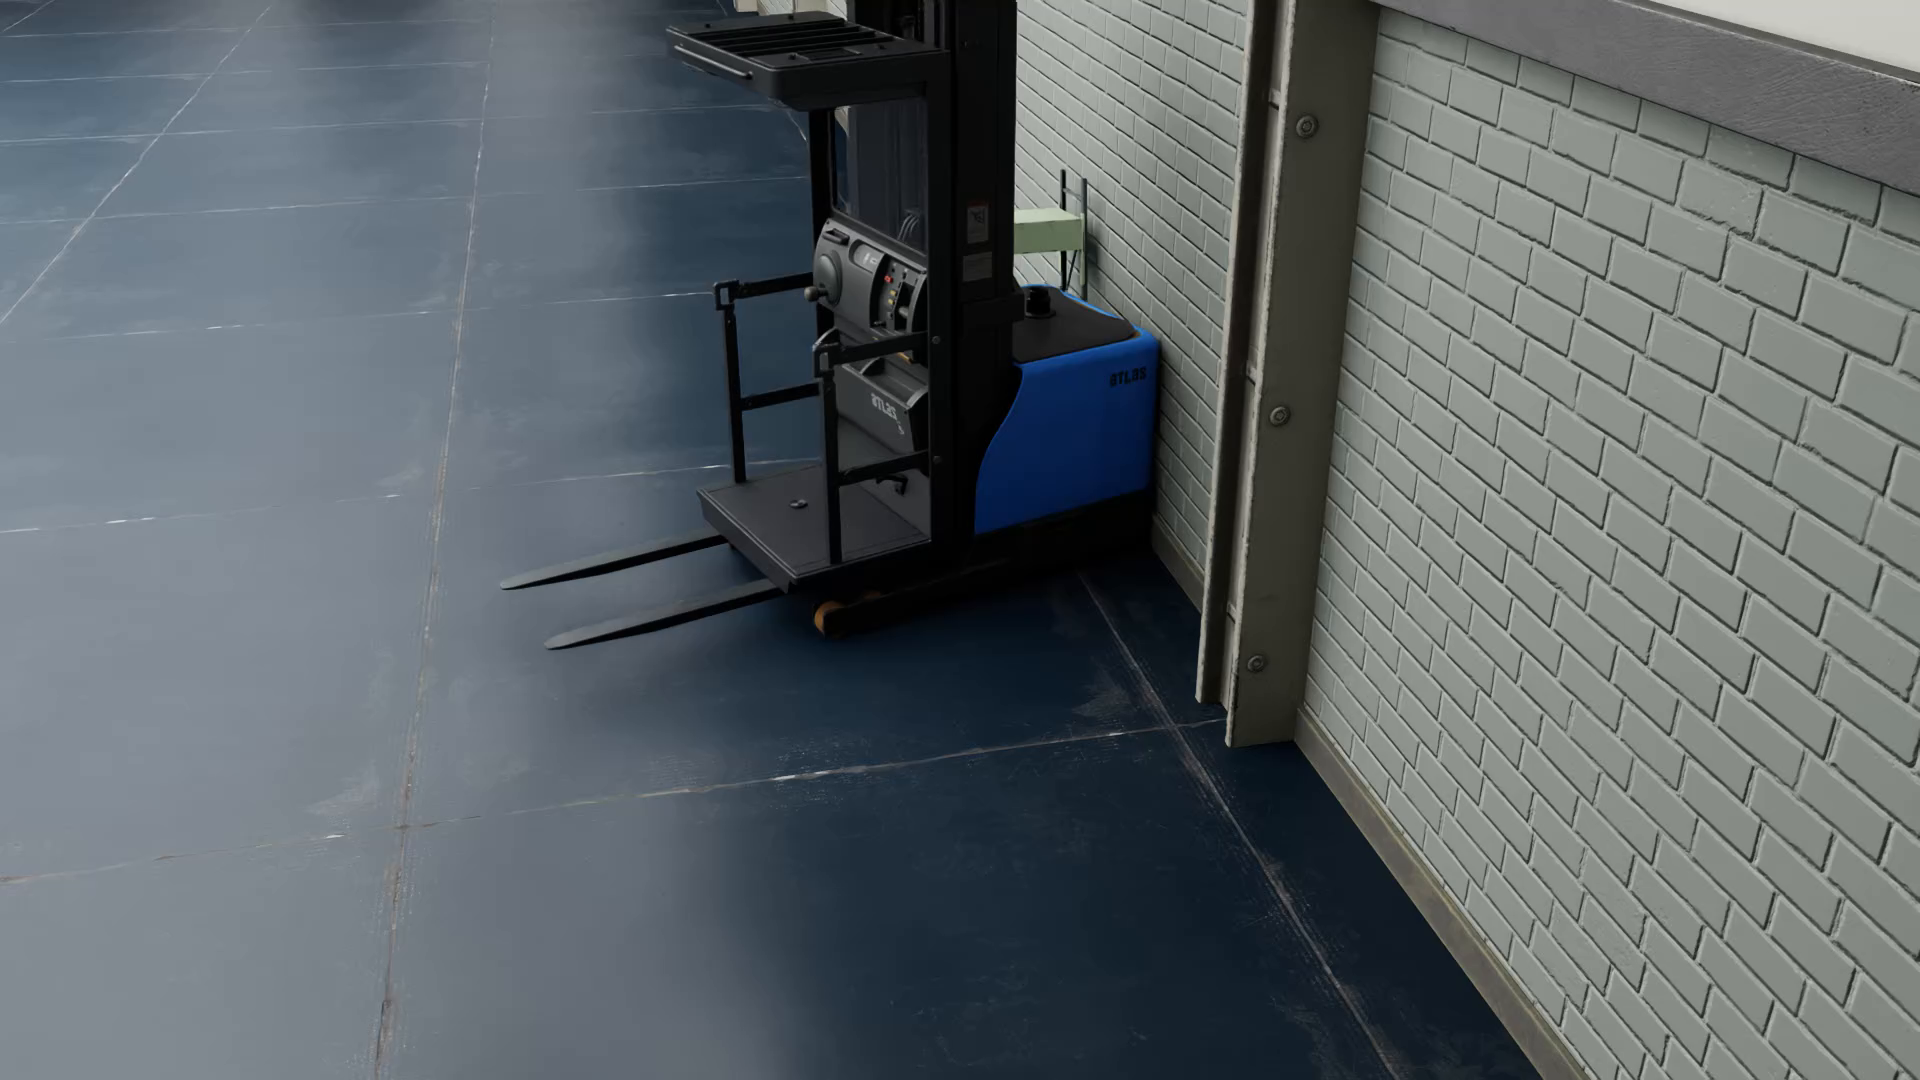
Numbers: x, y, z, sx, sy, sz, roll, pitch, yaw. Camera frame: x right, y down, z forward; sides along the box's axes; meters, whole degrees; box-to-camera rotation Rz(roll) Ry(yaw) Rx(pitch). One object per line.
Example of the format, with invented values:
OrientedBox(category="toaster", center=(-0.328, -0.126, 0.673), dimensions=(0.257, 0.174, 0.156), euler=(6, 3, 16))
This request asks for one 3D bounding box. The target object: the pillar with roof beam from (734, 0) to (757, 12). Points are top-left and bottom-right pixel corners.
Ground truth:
OrientedBox(category="pillar with roof beam", center=(-7.073, -10.758, 19.577), dimensions=(9.100, 9.000, 0.400), euler=(-6, 27, -12))

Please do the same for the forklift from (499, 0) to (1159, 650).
OrientedBox(category="forklift", center=(-0.581, -1.143, 7.261), dimensions=(3.031, 2.935, 1.130), euler=(-15, 31, -28))

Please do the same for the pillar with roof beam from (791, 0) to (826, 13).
OrientedBox(category="pillar with roof beam", center=(-5.721, -8.124, 14.358), dimensions=(9.100, 9.000, 0.400), euler=(-6, 27, -12))

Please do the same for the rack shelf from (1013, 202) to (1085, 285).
OrientedBox(category="rack shelf", center=(0.246, -1.528, 8.702), dimensions=(0.720, 0.370, 0.431), euler=(-6, 21, -13))

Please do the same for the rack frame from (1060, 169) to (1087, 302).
OrientedBox(category="rack frame", center=(0.612, -1.201, 8.915), dimensions=(0.023, 1.500, 0.400), euler=(-6, 21, -13))

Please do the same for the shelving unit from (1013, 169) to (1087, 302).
OrientedBox(category="shelving unit", center=(0.257, -1.162, 8.835), dimensions=(0.755, 1.500, 0.431), euler=(-6, 21, -13))

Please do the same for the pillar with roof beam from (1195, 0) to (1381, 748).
OrientedBox(category="pillar with roof beam", center=(-3.017, -2.856, 3.921), dimensions=(9.100, 9.000, 0.400), euler=(-6, 27, -12))
